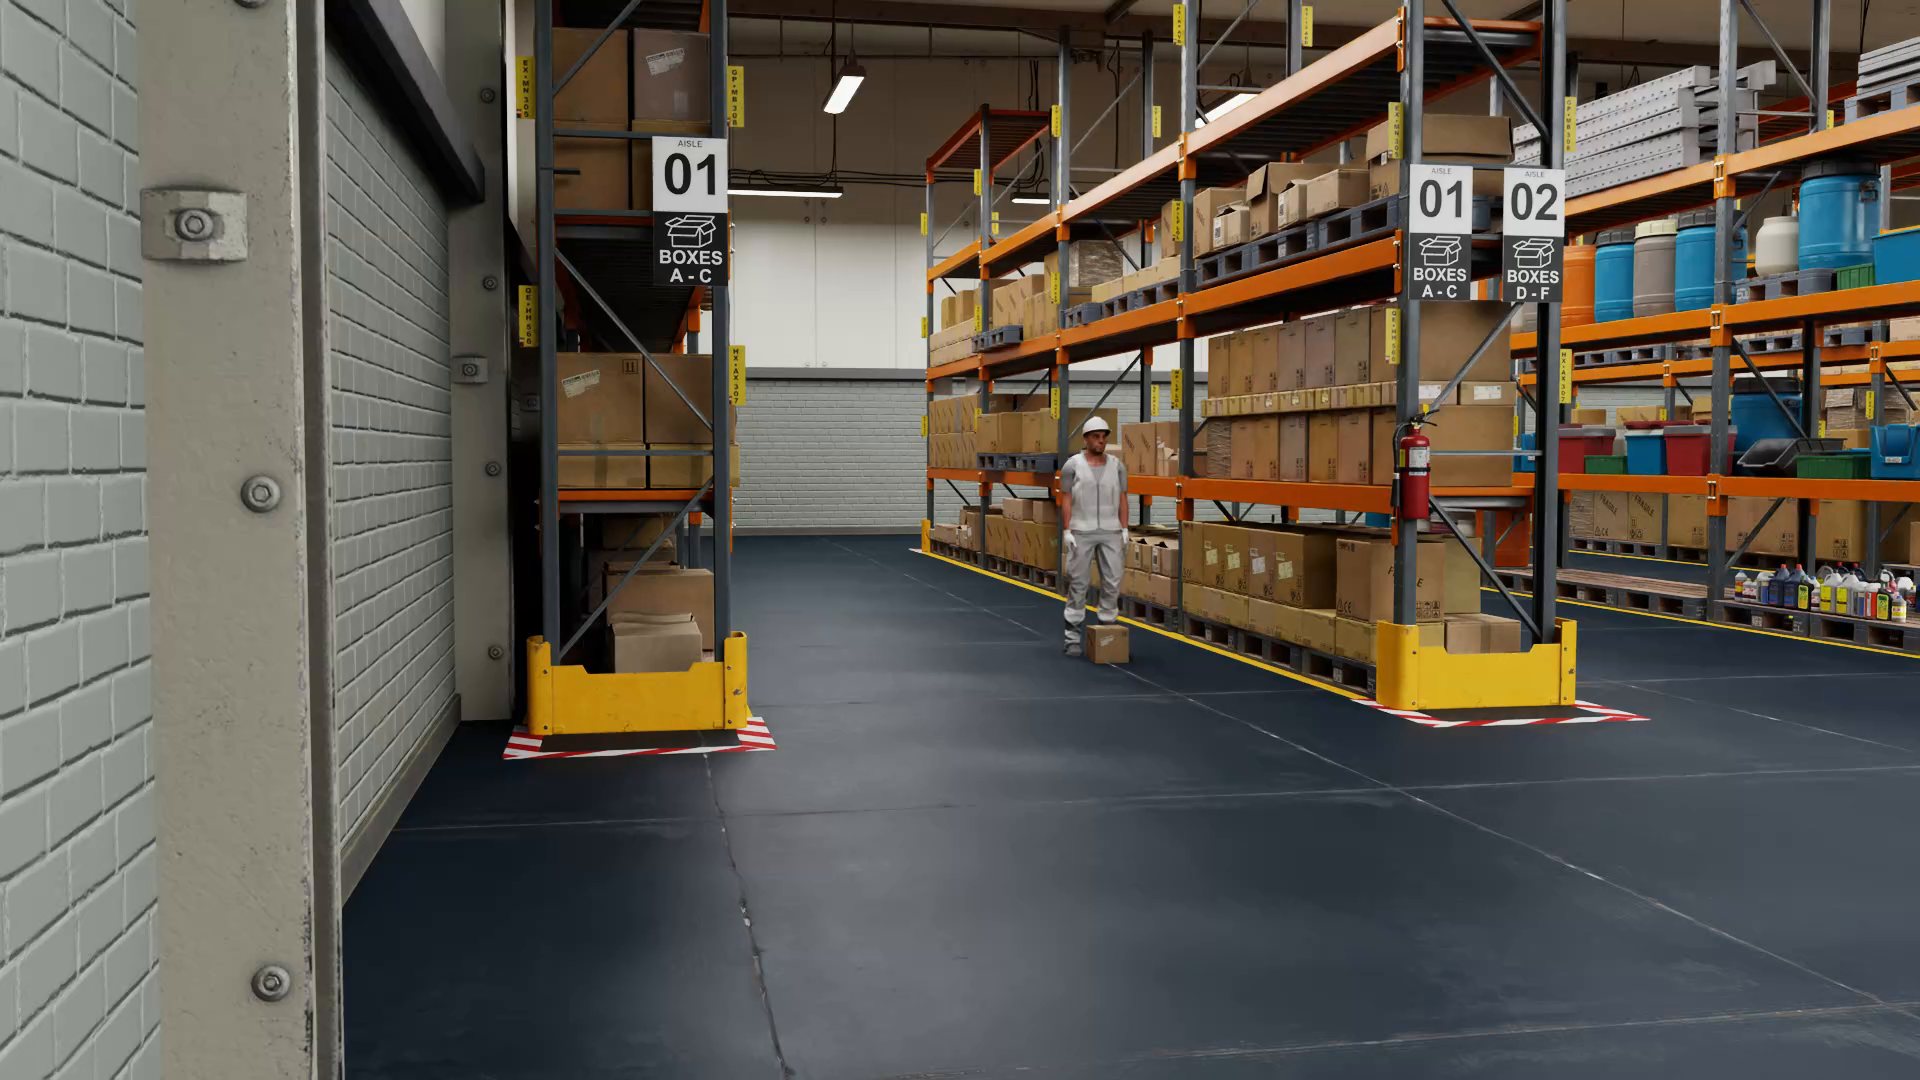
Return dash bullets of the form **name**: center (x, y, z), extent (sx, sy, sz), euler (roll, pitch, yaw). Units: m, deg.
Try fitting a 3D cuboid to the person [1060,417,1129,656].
- **person**: center (1.019, -0.026, 12.488), extent (0.523, 1.799, 0.350), euler (-1, 3, -10)
